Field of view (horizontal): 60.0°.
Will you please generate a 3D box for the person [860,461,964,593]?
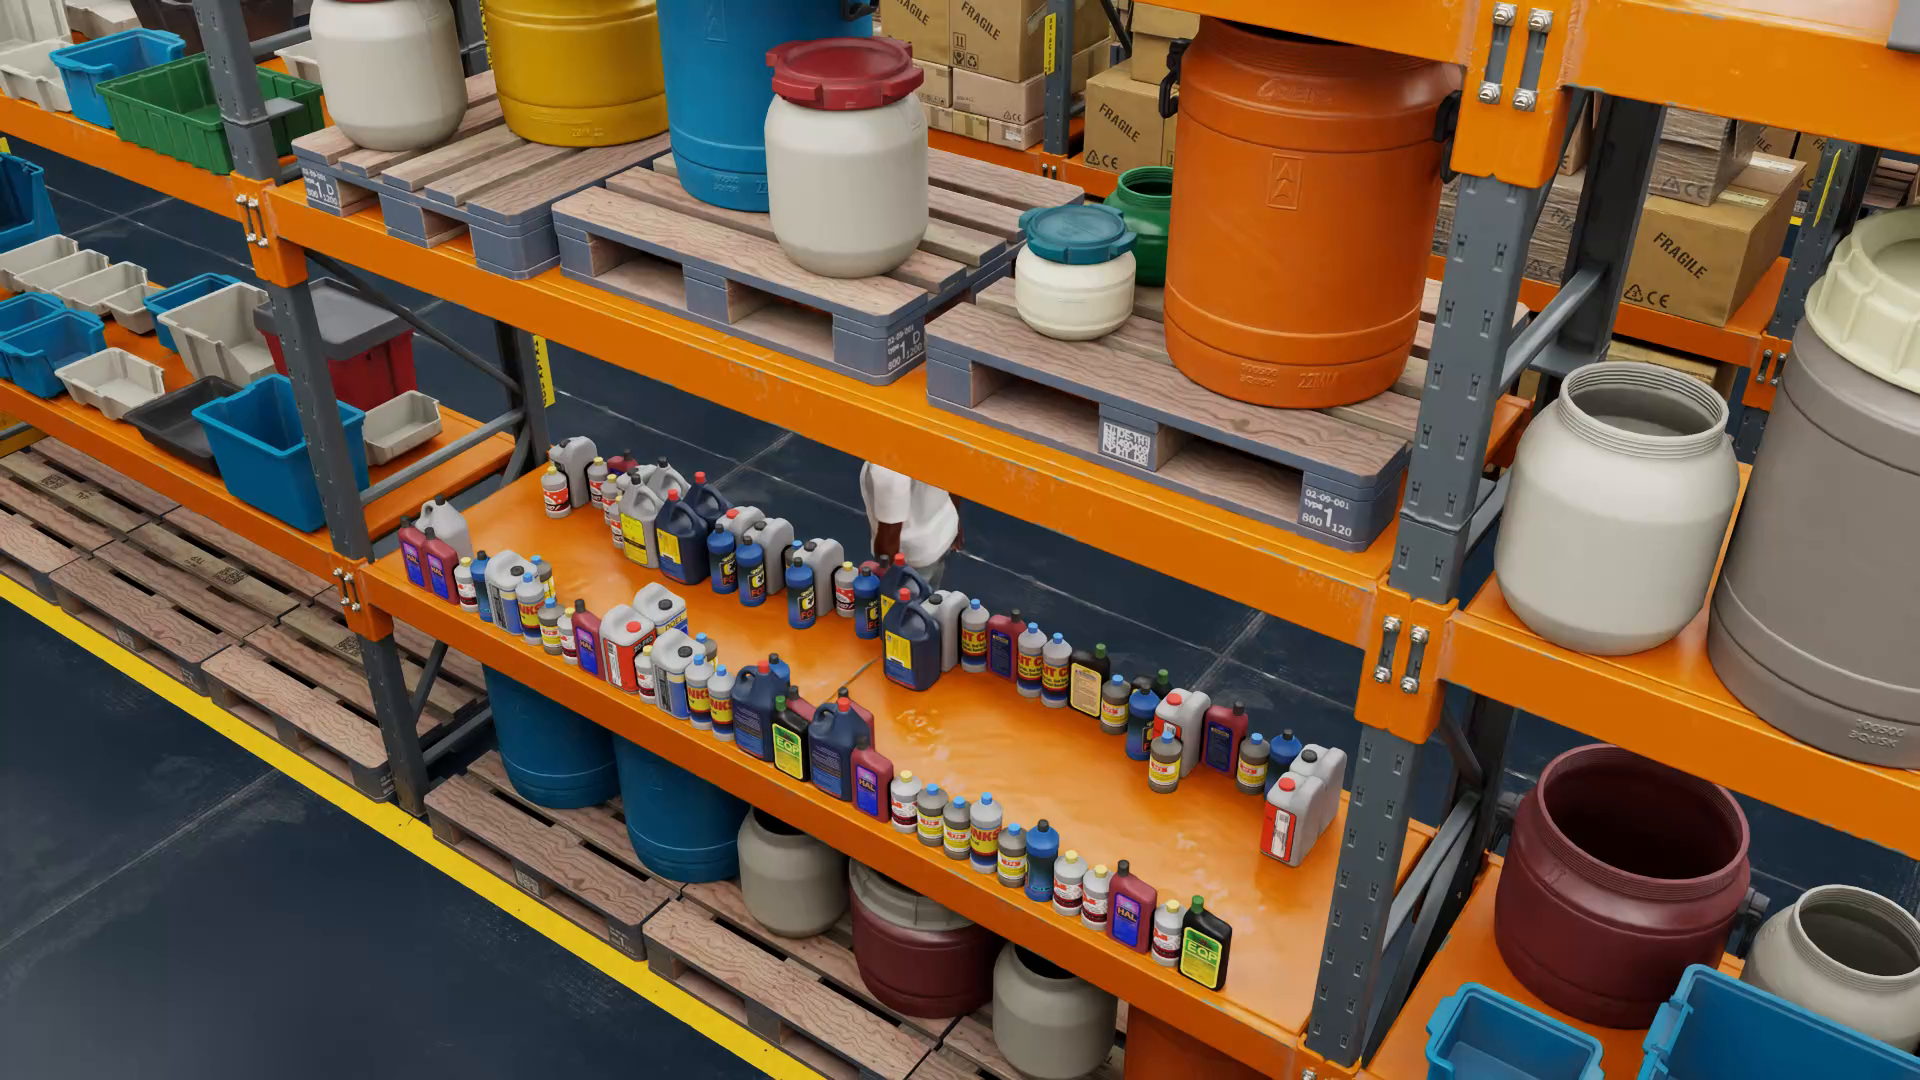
[{"bbox_3d":[-0.236,0.022,7.063,0.408,1.753,0.610,15,37,20],"label":"person"}]
